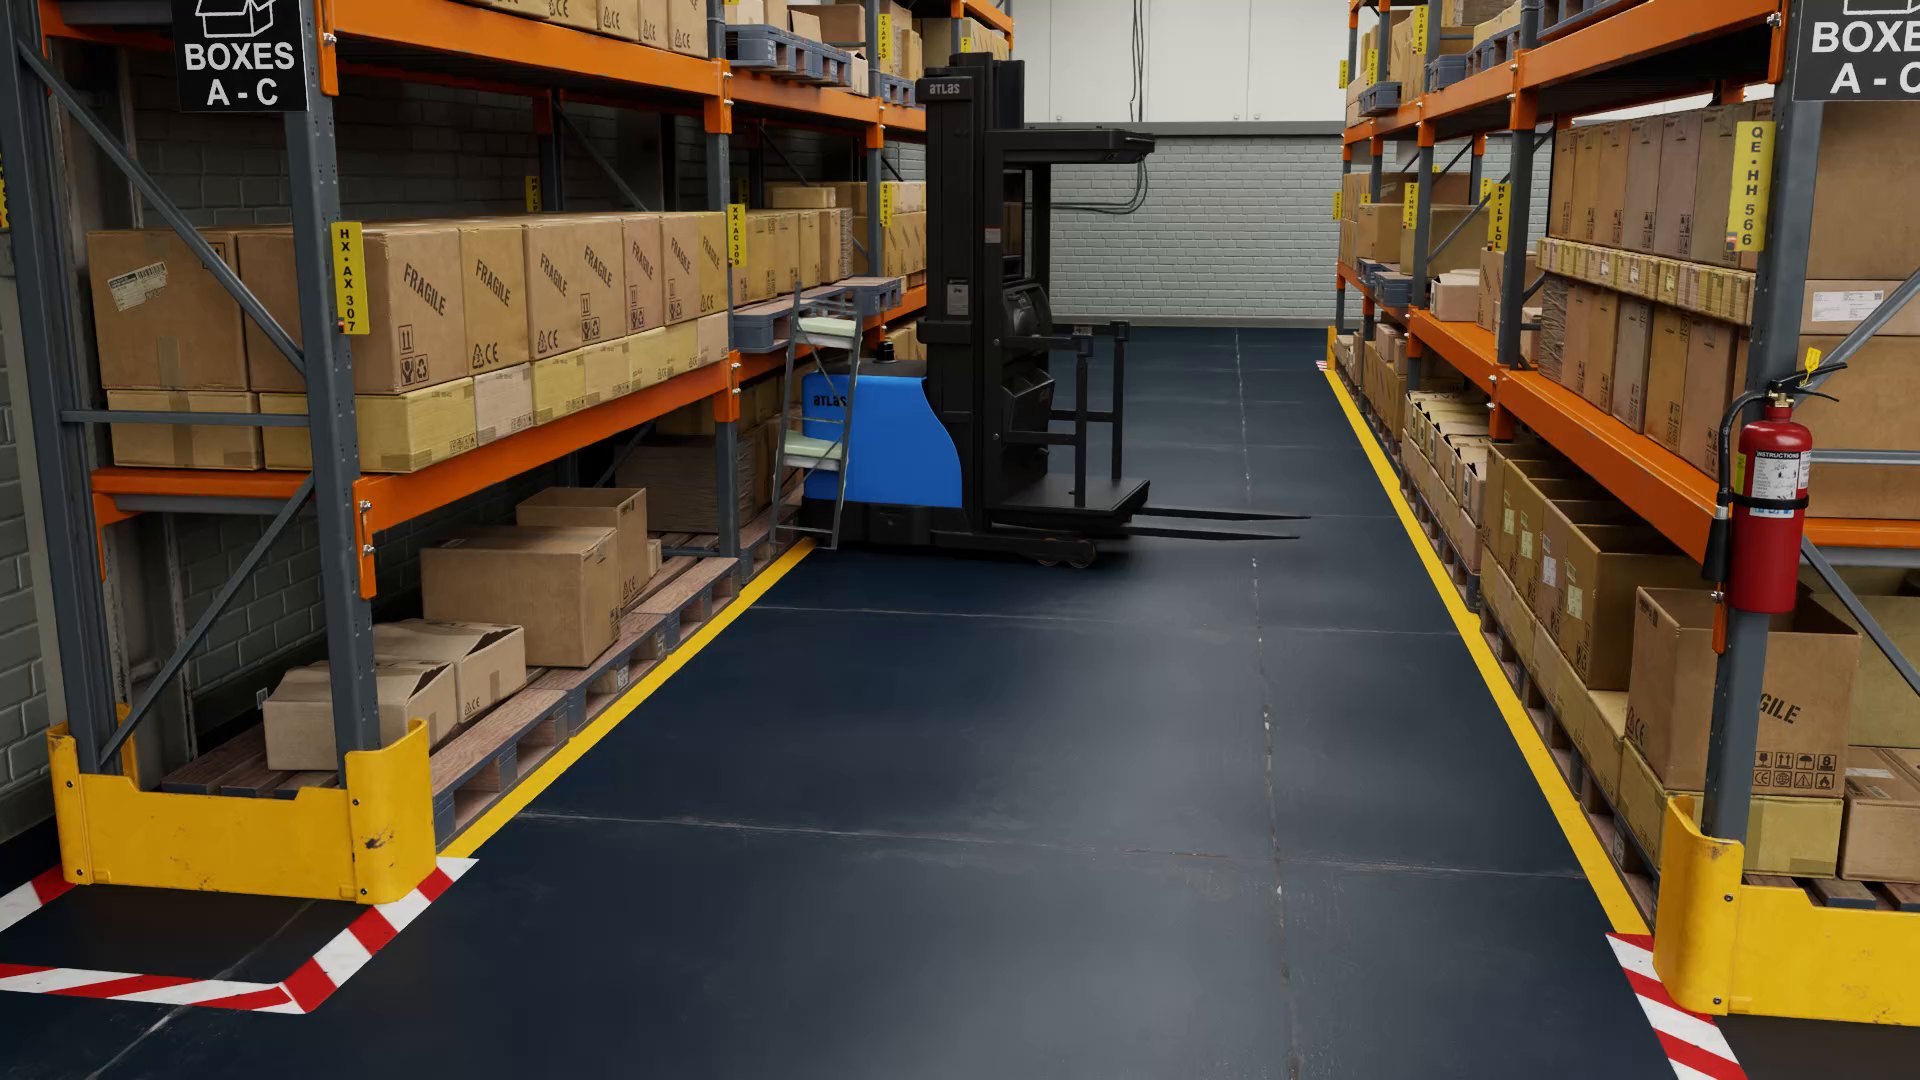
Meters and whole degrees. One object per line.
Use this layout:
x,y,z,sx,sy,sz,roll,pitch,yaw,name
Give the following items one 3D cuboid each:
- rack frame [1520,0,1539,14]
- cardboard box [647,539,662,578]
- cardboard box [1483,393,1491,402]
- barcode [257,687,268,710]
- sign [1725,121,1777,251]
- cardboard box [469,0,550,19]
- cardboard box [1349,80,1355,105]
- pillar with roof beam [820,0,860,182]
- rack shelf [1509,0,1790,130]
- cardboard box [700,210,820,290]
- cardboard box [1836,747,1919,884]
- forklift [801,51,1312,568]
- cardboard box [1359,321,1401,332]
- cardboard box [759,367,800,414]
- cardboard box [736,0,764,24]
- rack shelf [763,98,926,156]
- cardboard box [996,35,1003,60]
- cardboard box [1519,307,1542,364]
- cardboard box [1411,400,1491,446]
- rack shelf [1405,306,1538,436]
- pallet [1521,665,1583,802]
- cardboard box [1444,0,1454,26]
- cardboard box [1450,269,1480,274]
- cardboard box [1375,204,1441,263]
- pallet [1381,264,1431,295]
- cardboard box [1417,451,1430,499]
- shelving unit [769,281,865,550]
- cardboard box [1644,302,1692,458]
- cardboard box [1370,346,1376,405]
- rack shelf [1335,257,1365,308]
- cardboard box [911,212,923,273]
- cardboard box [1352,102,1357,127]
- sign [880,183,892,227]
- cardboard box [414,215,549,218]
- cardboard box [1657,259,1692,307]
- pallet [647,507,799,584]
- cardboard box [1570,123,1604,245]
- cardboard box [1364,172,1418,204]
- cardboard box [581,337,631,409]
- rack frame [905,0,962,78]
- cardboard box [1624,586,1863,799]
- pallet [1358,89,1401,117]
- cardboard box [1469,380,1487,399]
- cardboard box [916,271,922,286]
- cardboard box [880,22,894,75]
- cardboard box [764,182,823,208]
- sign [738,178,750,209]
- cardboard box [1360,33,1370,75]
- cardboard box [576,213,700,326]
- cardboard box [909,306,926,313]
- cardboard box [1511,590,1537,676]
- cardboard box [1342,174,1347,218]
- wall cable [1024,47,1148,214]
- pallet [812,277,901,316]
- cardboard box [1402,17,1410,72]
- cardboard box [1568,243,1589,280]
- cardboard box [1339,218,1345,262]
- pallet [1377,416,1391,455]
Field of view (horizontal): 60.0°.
3.180,-3.968,7.547,1.000,3.000,0.127,2,12,9,rack frame
-1.768,0.087,8.651,0.380,0.166,0.250,0,12,1,cardboard box
3.958,-0.887,11.686,0.500,0.311,0.500,2,12,10,cardboard box
-2.528,0.574,6.025,0.001,0.075,0.075,2,12,9,barcode
2.031,-0.905,4.264,0.100,0.325,0.005,2,12,9,sign
-1.838,-2.168,6.029,0.500,0.500,0.500,2,12,11,cardboard box
4.605,-4.969,18.479,0.500,0.250,0.500,2,12,9,cardboard box
3.022,-5.828,16.175,9.100,9.000,0.400,2,12,9,pillar with roof beam
2.873,-1.734,6.007,1.077,0.370,4.000,2,12,9,rack shelf
-1.332,-1.934,11.065,0.700,0.500,0.500,2,12,9,cardboard box
2.867,0.831,5.046,0.500,0.250,0.500,2,12,9,cardboard box
0.596,-1.393,9.999,3.031,2.935,1.130,4,13,17,forklift
4.694,-2.087,17.939,0.797,0.503,0.637,2,12,9,cardboard box
-1.383,-1.012,11.180,0.500,0.250,0.500,2,12,8,cardboard box
-1.457,-3.063,9.680,0.500,0.311,0.500,2,12,10,cardboard box
-0.792,-3.559,14.476,1.077,0.370,4.000,2,12,9,rack shelf
0.200,-5.442,18.848,0.500,0.500,0.500,2,12,10,cardboard box
3.213,-1.066,8.677,0.500,0.250,0.500,3,12,12,cardboard box
3.352,-0.795,11.259,0.500,0.311,0.500,2,12,7,cardboard box
3.488,-1.100,10.187,1.077,0.370,4.000,2,12,9,rack shelf
2.831,0.746,6.529,1.003,0.211,1.213,2,12,9,pallet
3.947,-4.069,12.524,0.500,0.500,0.500,2,12,9,cardboard box
3.696,-1.751,11.708,0.500,0.311,0.500,3,12,12,cardboard box
4.073,-2.719,14.754,0.700,0.500,0.500,4,13,18,cardboard box
4.090,-2.180,13.942,1.003,0.211,1.213,2,12,9,pallet
3.274,-0.417,10.838,0.500,0.250,0.500,2,12,7,cardboard box
-0.865,-0.766,9.997,0.431,1.500,0.755,6,11,-6,shelving unit
2.807,-0.561,5.741,0.700,0.500,0.500,2,12,9,cardboard box
4.024,-1.490,15.176,0.500,0.500,0.500,2,12,9,cardboard box
4.718,-2.766,17.914,1.077,0.370,4.000,2,12,9,rack shelf
-0.605,-2.537,14.155,0.500,0.500,0.500,2,12,8,cardboard box
4.530,-4.620,18.048,0.500,0.250,0.500,2,12,9,cardboard box
-0.562,-2.540,12.598,0.100,0.325,0.005,2,12,9,sign
-2.159,-1.196,7.453,0.500,0.500,0.500,2,12,10,cardboard box
2.594,-0.869,5.631,0.380,0.149,0.250,2,12,10,cardboard box
-1.597,0.006,9.966,1.003,0.211,1.213,2,12,9,pallet
3.042,-1.521,7.114,0.700,0.500,0.500,2,12,9,cardboard box
4.232,-3.352,16.318,0.500,0.500,0.500,2,12,9,cardboard box
-1.712,-0.710,6.977,0.500,0.250,0.500,2,12,9,cardboard box
-0.485,-5.793,16.016,1.000,3.000,0.127,2,12,9,rack frame
2.353,0.448,5.045,0.500,0.500,0.500,2,12,9,cardboard box
4.241,-3.942,14.991,1.213,0.211,1.003,2,12,9,pallet
4.148,-0.947,12.657,0.500,0.500,0.500,2,12,11,cardboard box
-0.548,-2.350,14.828,0.380,0.149,0.250,2,12,10,cardboard box
-0.955,-4.088,13.940,0.700,0.500,0.500,3,12,12,cardboard box
-1.287,-2.702,13.138,0.500,0.250,0.500,2,12,10,cardboard box
-1.649,-2.611,12.742,0.100,0.325,0.005,2,12,9,sign
4.802,-5.329,18.370,0.700,0.500,0.500,2,12,9,cardboard box
-1.553,-1.286,7.869,0.500,0.500,0.500,2,12,8,cardboard box
-0.456,-1.876,16.183,0.750,0.750,0.750,2,12,9,cardboard box
2.645,0.398,7.058,0.500,0.250,0.500,2,12,9,cardboard box
4.697,-3.988,19.266,0.500,0.500,0.500,2,12,10,cardboard box
1.353,-6.274,25.616,3.097,2.526,0.112,2,12,9,wall cable
-1.104,-1.783,12.100,1.213,0.211,1.003,2,12,9,pallet
4.180,-4.228,14.401,0.600,0.600,0.600,2,12,8,cardboard box
2.832,-1.191,7.124,0.380,0.149,0.250,2,12,8,cardboard box
4.697,-3.499,19.371,0.500,0.500,0.500,2,12,10,cardboard box
4.137,-0.913,14.227,1.003,0.211,1.213,2,12,9,pallet
